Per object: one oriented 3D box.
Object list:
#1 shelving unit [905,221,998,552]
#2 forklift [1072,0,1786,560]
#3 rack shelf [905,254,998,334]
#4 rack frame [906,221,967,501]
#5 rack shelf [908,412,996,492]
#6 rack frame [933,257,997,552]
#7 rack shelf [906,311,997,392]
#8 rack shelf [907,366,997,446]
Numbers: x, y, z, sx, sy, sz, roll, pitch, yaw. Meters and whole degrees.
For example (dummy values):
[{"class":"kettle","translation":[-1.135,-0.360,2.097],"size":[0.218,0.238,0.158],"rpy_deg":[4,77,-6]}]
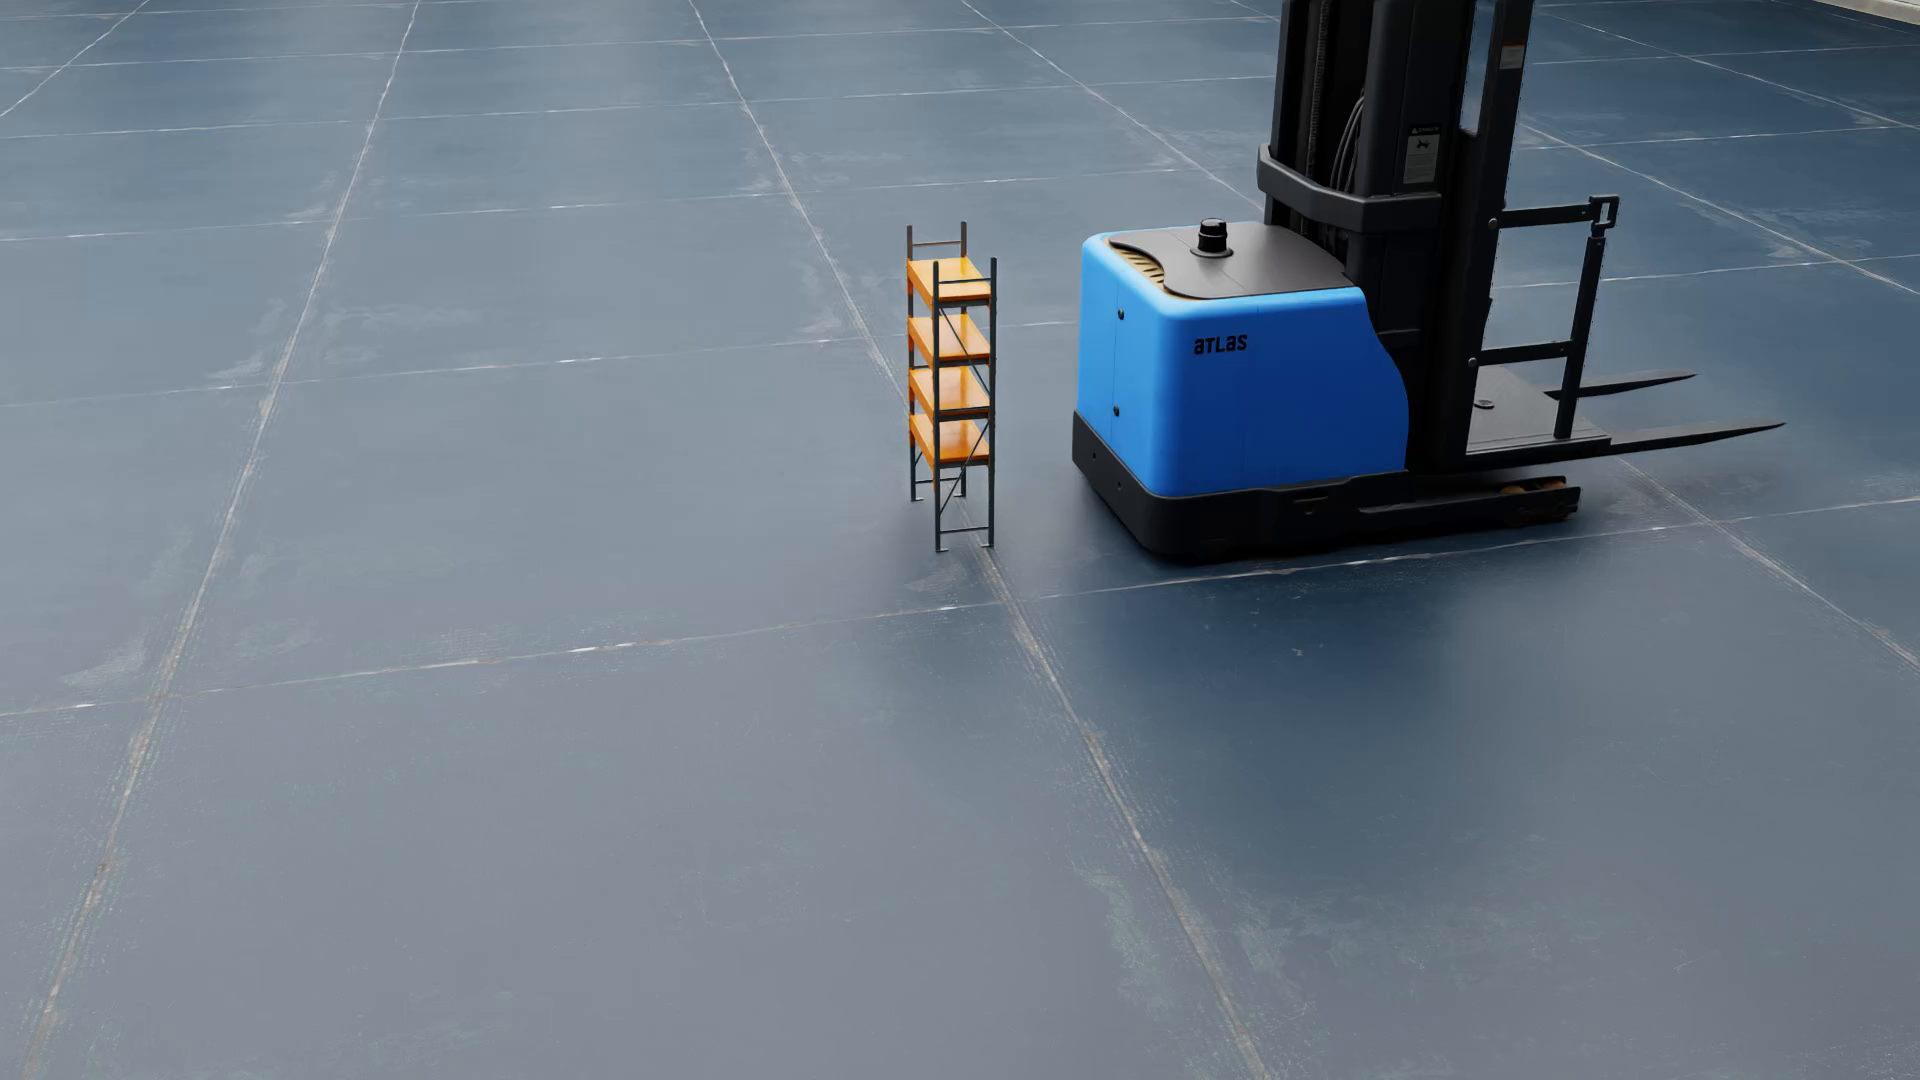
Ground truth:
[{"class":"shelving unit","translation":[-0.037,-0.608,6.624],"size":[0.258,1.200,0.503],"rpy_deg":[-6,27,-12]},{"class":"forklift","translation":[2.066,-1.586,6.640],"size":[3.031,2.935,1.130],"rpy_deg":[-7,28,-14]},{"class":"rack shelf","translation":[-0.037,-0.959,6.447],"size":[0.258,0.148,0.480],"rpy_deg":[-6,27,-12]},{"class":"rack frame","translation":[-0.092,-0.715,6.836],"size":[0.240,1.200,0.015],"rpy_deg":[-6,27,-12]},{"class":"rack shelf","translation":[-0.037,-0.371,6.743],"size":[0.258,0.148,0.480],"rpy_deg":[-6,27,-12]},{"class":"rack frame","translation":[0.018,-0.501,6.411],"size":[0.240,1.200,0.015],"rpy_deg":[-6,27,-12]},{"class":"rack shelf","translation":[-0.037,-0.748,6.553],"size":[0.258,0.148,0.480],"rpy_deg":[-6,27,-12]},{"class":"rack shelf","translation":[-0.037,-0.548,6.654],"size":[0.258,0.148,0.480],"rpy_deg":[-6,27,-12]}]
